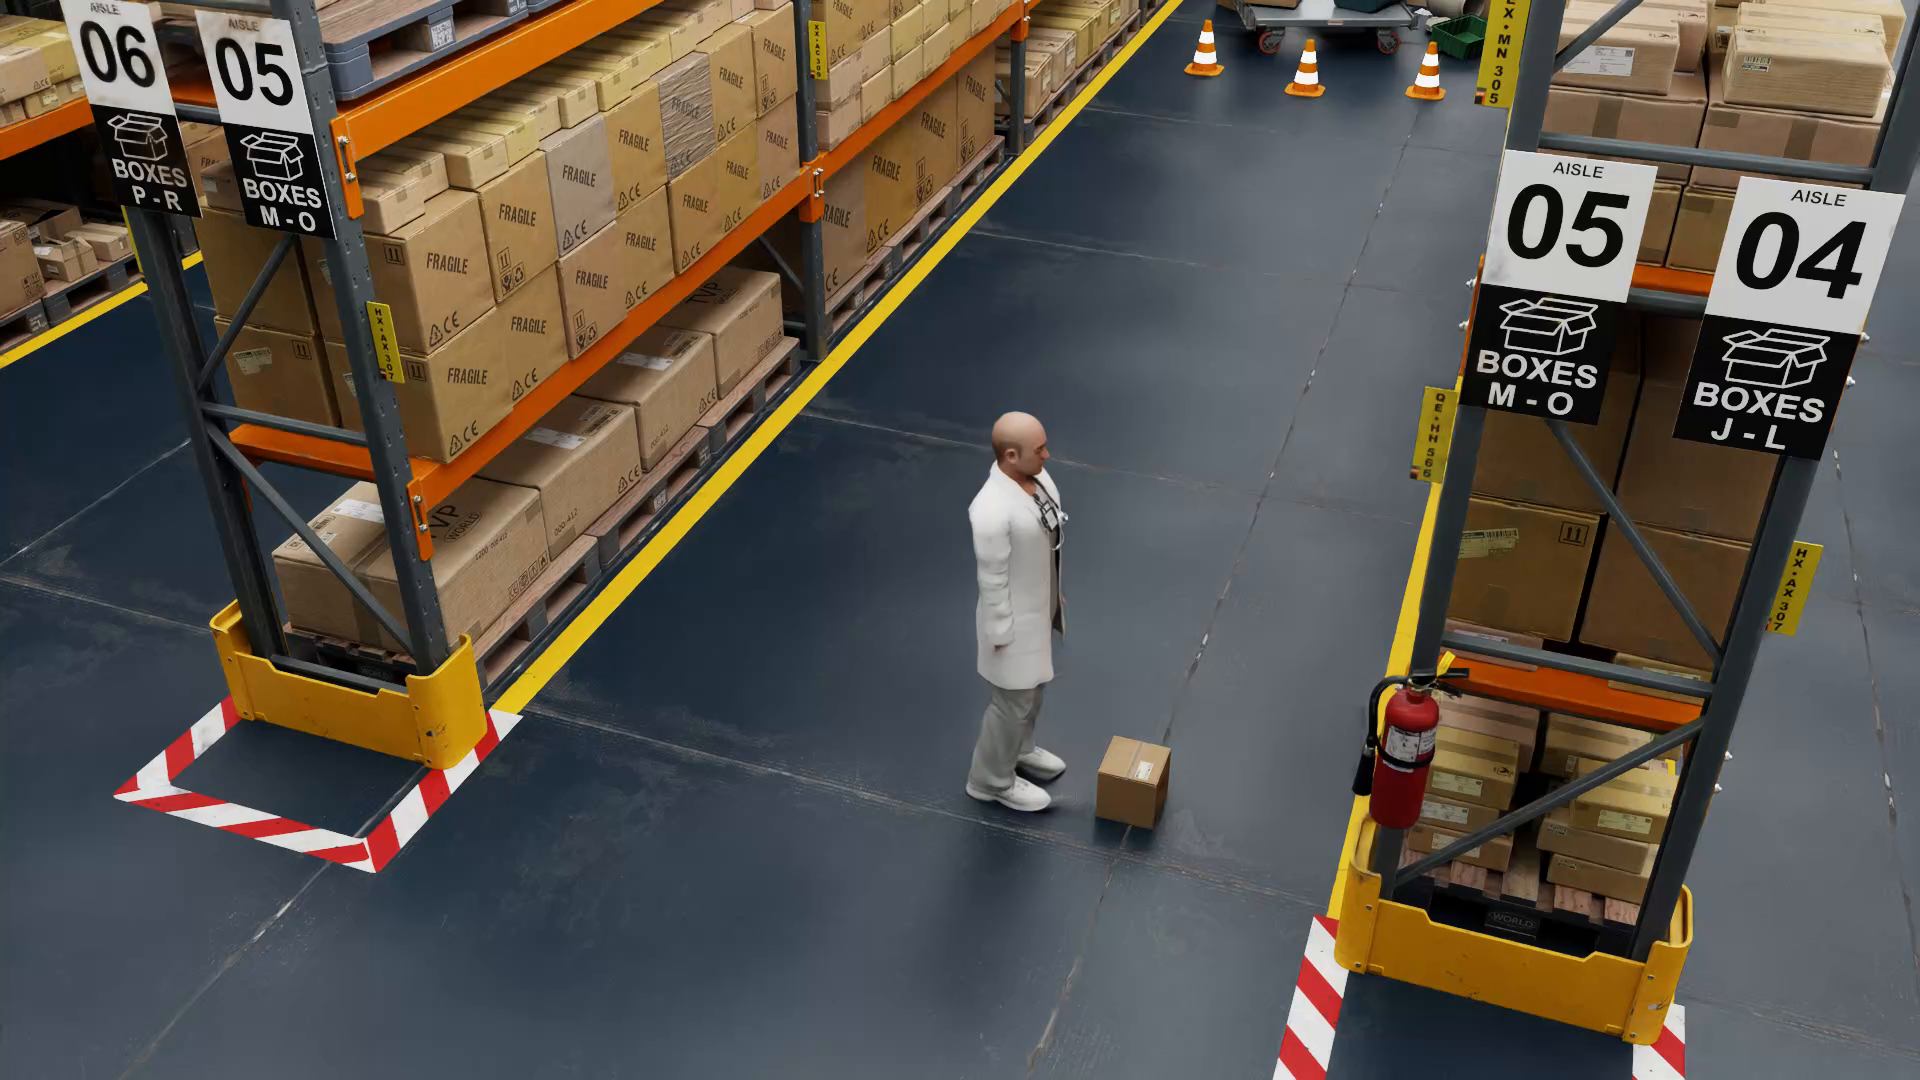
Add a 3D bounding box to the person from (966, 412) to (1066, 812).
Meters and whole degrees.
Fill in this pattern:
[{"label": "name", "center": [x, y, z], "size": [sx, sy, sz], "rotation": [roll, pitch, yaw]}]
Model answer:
[{"label": "person", "center": [7.839, -1.823, 9.984], "size": [11.766, 1.777, 13.256], "rotation": [12, 35, 18]}]
